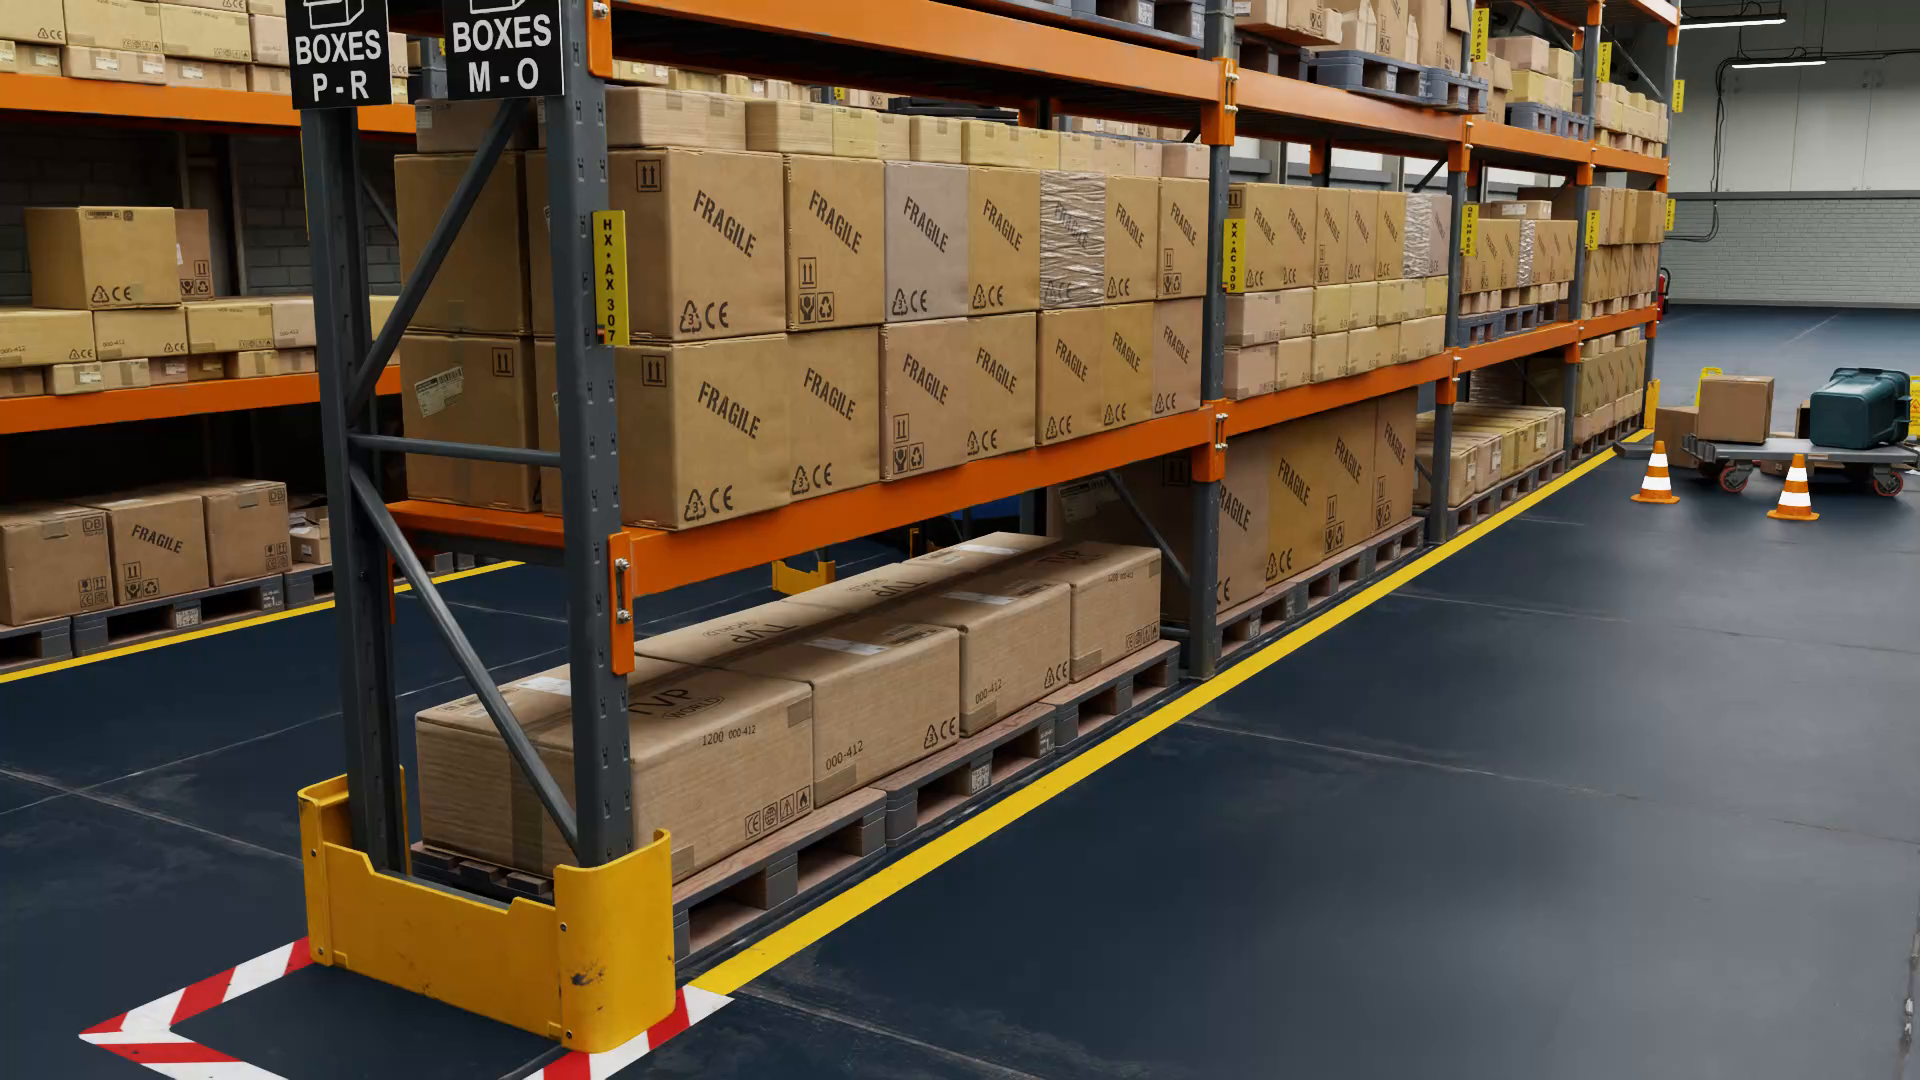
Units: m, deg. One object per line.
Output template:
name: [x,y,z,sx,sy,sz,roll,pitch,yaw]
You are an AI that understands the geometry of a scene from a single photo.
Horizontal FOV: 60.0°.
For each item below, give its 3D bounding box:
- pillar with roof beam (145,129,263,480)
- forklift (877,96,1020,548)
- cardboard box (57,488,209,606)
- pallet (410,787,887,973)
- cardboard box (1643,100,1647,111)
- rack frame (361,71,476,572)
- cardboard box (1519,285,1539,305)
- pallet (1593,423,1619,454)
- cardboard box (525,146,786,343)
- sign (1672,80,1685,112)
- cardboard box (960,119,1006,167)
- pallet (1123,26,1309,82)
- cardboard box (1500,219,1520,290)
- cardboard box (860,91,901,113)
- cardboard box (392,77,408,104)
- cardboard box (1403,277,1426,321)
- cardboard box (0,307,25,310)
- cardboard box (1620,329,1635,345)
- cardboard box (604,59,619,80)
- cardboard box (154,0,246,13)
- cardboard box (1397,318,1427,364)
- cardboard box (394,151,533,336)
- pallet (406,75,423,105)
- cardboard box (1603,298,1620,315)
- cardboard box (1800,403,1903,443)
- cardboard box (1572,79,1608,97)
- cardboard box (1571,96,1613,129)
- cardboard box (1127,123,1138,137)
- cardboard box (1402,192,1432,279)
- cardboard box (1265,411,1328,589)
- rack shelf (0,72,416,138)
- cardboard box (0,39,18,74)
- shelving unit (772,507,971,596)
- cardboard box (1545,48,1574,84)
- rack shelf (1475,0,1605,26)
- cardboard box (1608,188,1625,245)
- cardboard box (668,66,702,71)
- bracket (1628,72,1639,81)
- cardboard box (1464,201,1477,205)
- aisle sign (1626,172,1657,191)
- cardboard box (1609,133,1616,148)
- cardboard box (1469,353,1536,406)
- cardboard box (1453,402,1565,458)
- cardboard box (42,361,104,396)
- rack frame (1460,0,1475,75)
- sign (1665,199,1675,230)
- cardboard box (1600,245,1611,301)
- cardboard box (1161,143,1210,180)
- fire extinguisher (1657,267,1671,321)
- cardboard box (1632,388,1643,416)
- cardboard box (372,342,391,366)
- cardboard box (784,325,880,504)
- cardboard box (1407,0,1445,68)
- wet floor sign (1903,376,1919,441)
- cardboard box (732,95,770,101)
pillar with roof beam: [-0.947,-3.848,7.467,9.100,9.000,0.400,6,12,31]
forklift: [-0.313,-1.540,11.630,1.130,2.935,3.031,-6,12,-30]
cardboard box: [-4.335,0.026,8.729,0.500,0.500,0.500,7,12,32]
pallet: [-0.978,1.006,5.419,1.003,0.211,1.213,6,12,31]
cardboard box: [6.598,-4.295,16.523,0.380,0.149,0.250,6,12,31]
rack frame: [-3.494,-1.334,10.341,1.000,3.000,0.127,6,12,31]
cardboard box: [4.330,-1.935,13.093,0.380,0.149,0.250,6,12,31]
pallet: [5.854,-1.049,16.400,1.003,0.211,1.213,6,12,31]
cardboard box: [-0.834,-0.820,4.608,0.500,0.500,0.500,6,12,29]
sign: [7.444,-4.601,17.235,0.100,0.325,0.005,6,12,31]
cardboard box: [-0.065,-1.360,5.728,0.380,0.149,0.250,6,12,29]
pallet: [1.184,-2.389,8.348,0.805,0.209,1.217,6,12,28]
cardboard box: [3.793,-2.106,12.247,0.500,0.500,0.500,7,12,32]
cardboard box: [-0.833,-3.833,13.853,0.500,0.500,0.500,7,12,31]
cardboard box: [-3.428,-2.600,9.635,0.380,0.149,0.250,6,12,30]
cardboard box: [2.529,-1.480,10.170,0.500,0.250,0.500,6,12,29]
cardboard box: [-5.029,-1.033,8.335,0.500,0.250,0.500,7,13,32]
cardboard box: [6.521,-2.035,16.619,0.380,0.149,0.250,7,12,32]
cardboard box: [-2.471,-3.110,10.948,0.380,0.149,0.250,6,12,30]
cardboard box: [-4.077,-2.864,8.606,0.500,0.250,0.500,7,12,32]
cardboard box: [2.534,-1.229,10.191,0.500,0.250,0.500,7,12,32]
cardboard box: [-1.280,-0.870,4.876,0.500,0.500,0.500,7,13,33]
pallet: [-3.096,-2.812,10.594,1.213,0.211,1.003,6,12,31]
cardboard box: [6.013,-2.214,15.726,0.380,0.149,0.250,6,12,31]
cardboard box: [8.232,-1.002,15.354,0.797,0.503,0.637,-2,11,-9]
cardboard box: [5.346,-3.879,14.304,0.380,0.149,0.250,6,12,30]
cardboard box: [5.366,-3.708,14.472,0.500,0.250,0.500,6,12,29]
cardboard box: [1.689,-4.460,17.842,0.396,0.266,0.258,6,12,29]
cardboard box: [2.522,-1.842,10.067,0.500,0.500,0.500,7,12,32]
cardboard box: [1.466,-0.270,9.293,0.875,0.875,0.875,7,13,32]
rack shelf: [-4.533,-2.140,8.451,1.077,0.370,4.000,6,12,31]
cardboard box: [-4.598,-2.237,7.698,0.380,0.149,0.250,6,12,31]
shelving unit: [-0.508,-0.465,9.775,1.083,1.500,0.587,-8,13,-36]
cardboard box: [4.711,-3.868,13.633,0.500,0.250,0.500,7,13,32]
rack shelf: [3.865,-4.202,12.403,1.077,0.370,4.000,6,12,31]
cardboard box: [5.601,-2.932,15.080,0.700,0.500,0.500,6,12,31]
cardboard box: [-2.017,-3.419,11.845,0.380,0.149,0.250,6,12,31]
bracket: [18.929,-13.038,46.774,0.235,0.232,0.430,6,12,31]
cardboard box: [3.881,-2.618,13.217,0.380,0.149,0.250,7,13,34]
aisle sign: [7.260,-4.007,17.557,0.394,0.787,0.004,6,12,31]
cardboard box: [5.805,-3.657,15.280,0.380,0.149,0.250,6,12,29]
cardboard box: [4.981,-1.460,15.311,0.500,0.500,0.500,6,12,30]
cardboard box: [4.633,-0.950,14.293,0.950,0.372,0.625,7,12,31]
cardboard box: [-4.454,-0.804,8.197,0.380,0.149,0.250,6,12,29]
rack frame: [2.827,-4.438,10.619,1.000,3.000,0.127,6,12,31]
sign: [7.444,-3.416,17.456,0.100,0.325,0.005,6,12,31]
cardboard box: [5.611,-2.437,15.156,0.500,0.500,0.500,6,12,30]
cardboard box: [0.862,-1.641,7.229,0.380,0.149,0.250,6,12,30]
fire extinguisher: [7.433,-2.683,17.760,0.296,0.674,0.183,6,12,31]
cardboard box: [6.778,-1.446,17.270,0.500,0.250,0.500,6,12,30]
cardboard box: [-3.561,-1.093,9.738,0.380,0.149,0.250,7,13,32]
cardboard box: [-0.593,-0.410,5.138,0.500,0.500,0.500,6,12,30]
cardboard box: [2.475,-3.045,9.919,0.700,0.500,0.500,6,12,28]
wet floor sign: [9.586,-1.327,16.702,0.267,0.644,0.232,4,11,21]
cardboard box: [-1.737,-3.180,12.461,0.500,0.250,0.500,6,12,31]
